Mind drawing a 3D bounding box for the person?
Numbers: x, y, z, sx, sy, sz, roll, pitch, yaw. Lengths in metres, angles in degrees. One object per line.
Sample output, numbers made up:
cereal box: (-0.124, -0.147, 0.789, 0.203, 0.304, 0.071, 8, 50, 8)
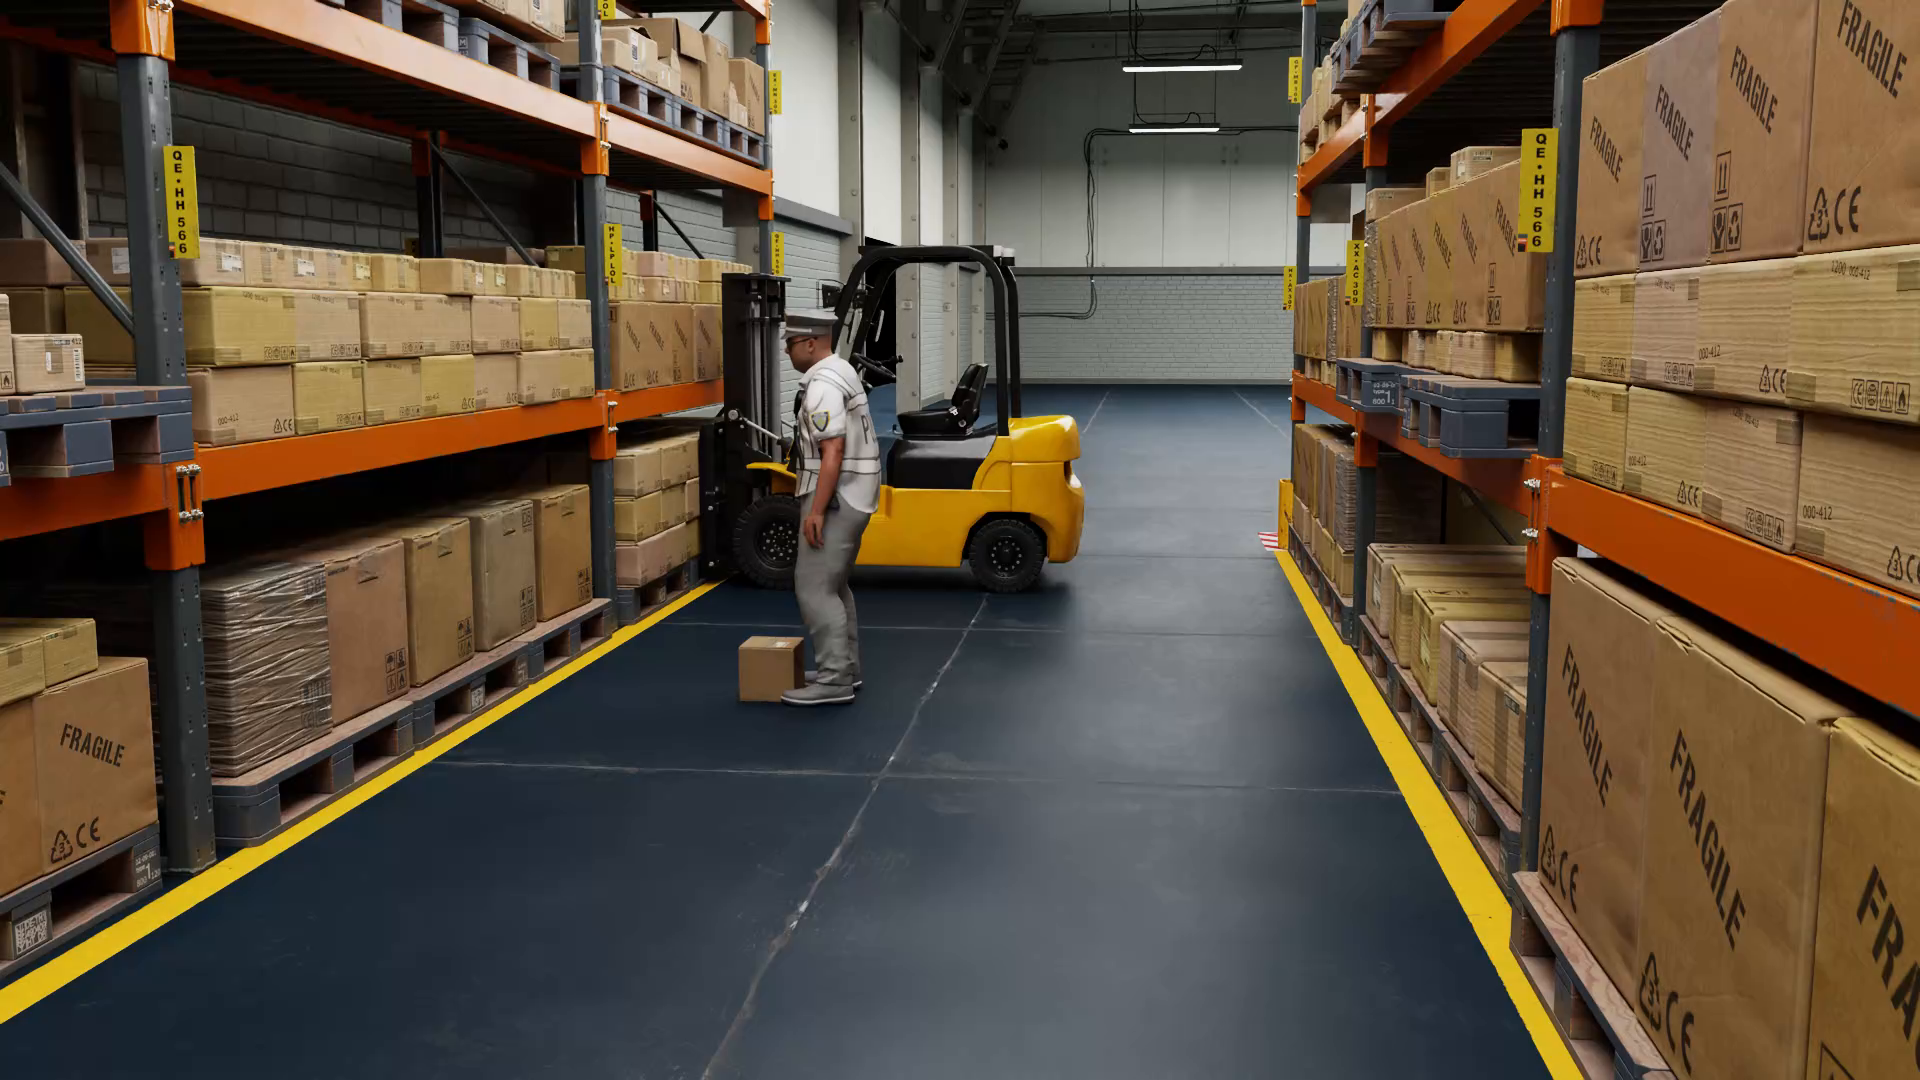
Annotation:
person: (-0.575, -0.154, 7.428, 0.437, 1.747, 0.597, 0, 8, 3)
